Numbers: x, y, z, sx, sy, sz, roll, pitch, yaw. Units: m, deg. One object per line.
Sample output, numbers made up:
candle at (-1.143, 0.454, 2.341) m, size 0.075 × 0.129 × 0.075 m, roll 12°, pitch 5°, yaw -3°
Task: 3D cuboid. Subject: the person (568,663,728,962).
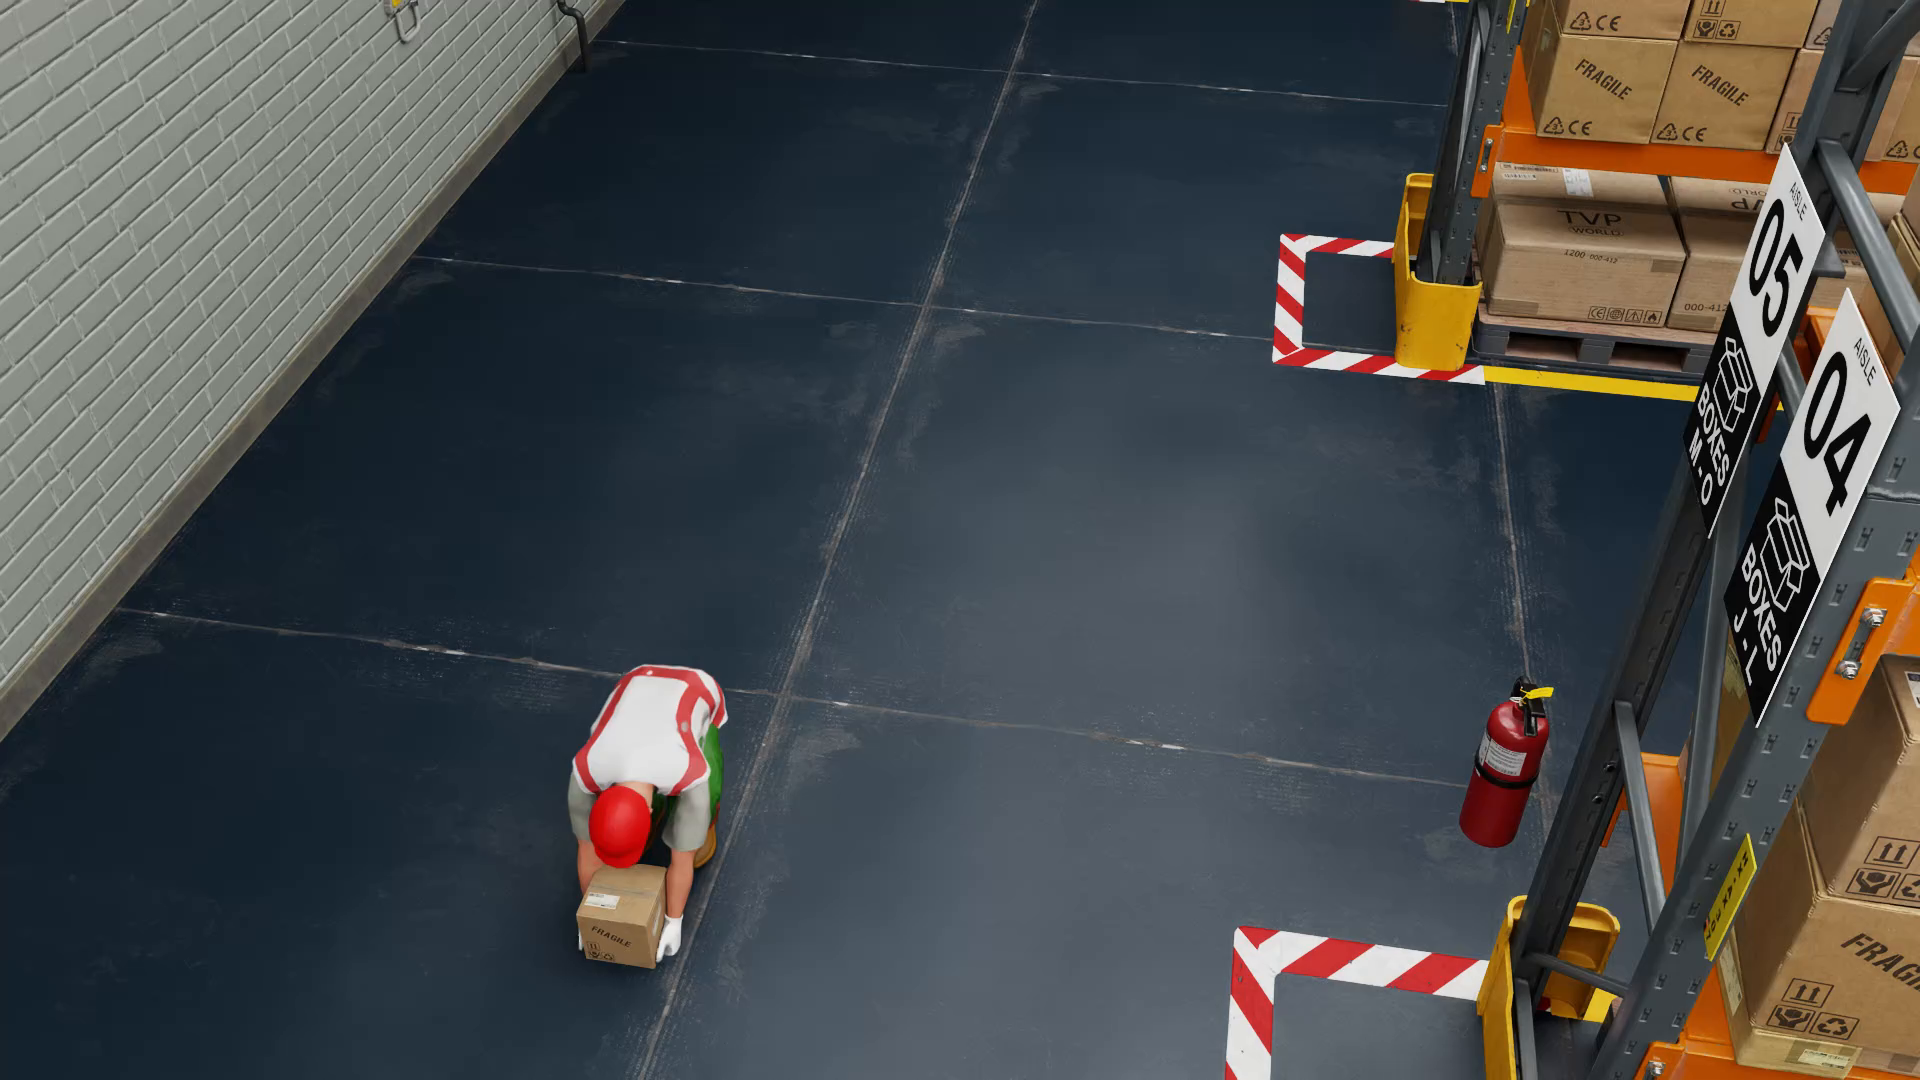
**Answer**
person at (-1.088, 0.914, 5.895) m, size 0.520 × 0.817 × 0.945 m, roll 6°, pitch 41°, yaw 7°
